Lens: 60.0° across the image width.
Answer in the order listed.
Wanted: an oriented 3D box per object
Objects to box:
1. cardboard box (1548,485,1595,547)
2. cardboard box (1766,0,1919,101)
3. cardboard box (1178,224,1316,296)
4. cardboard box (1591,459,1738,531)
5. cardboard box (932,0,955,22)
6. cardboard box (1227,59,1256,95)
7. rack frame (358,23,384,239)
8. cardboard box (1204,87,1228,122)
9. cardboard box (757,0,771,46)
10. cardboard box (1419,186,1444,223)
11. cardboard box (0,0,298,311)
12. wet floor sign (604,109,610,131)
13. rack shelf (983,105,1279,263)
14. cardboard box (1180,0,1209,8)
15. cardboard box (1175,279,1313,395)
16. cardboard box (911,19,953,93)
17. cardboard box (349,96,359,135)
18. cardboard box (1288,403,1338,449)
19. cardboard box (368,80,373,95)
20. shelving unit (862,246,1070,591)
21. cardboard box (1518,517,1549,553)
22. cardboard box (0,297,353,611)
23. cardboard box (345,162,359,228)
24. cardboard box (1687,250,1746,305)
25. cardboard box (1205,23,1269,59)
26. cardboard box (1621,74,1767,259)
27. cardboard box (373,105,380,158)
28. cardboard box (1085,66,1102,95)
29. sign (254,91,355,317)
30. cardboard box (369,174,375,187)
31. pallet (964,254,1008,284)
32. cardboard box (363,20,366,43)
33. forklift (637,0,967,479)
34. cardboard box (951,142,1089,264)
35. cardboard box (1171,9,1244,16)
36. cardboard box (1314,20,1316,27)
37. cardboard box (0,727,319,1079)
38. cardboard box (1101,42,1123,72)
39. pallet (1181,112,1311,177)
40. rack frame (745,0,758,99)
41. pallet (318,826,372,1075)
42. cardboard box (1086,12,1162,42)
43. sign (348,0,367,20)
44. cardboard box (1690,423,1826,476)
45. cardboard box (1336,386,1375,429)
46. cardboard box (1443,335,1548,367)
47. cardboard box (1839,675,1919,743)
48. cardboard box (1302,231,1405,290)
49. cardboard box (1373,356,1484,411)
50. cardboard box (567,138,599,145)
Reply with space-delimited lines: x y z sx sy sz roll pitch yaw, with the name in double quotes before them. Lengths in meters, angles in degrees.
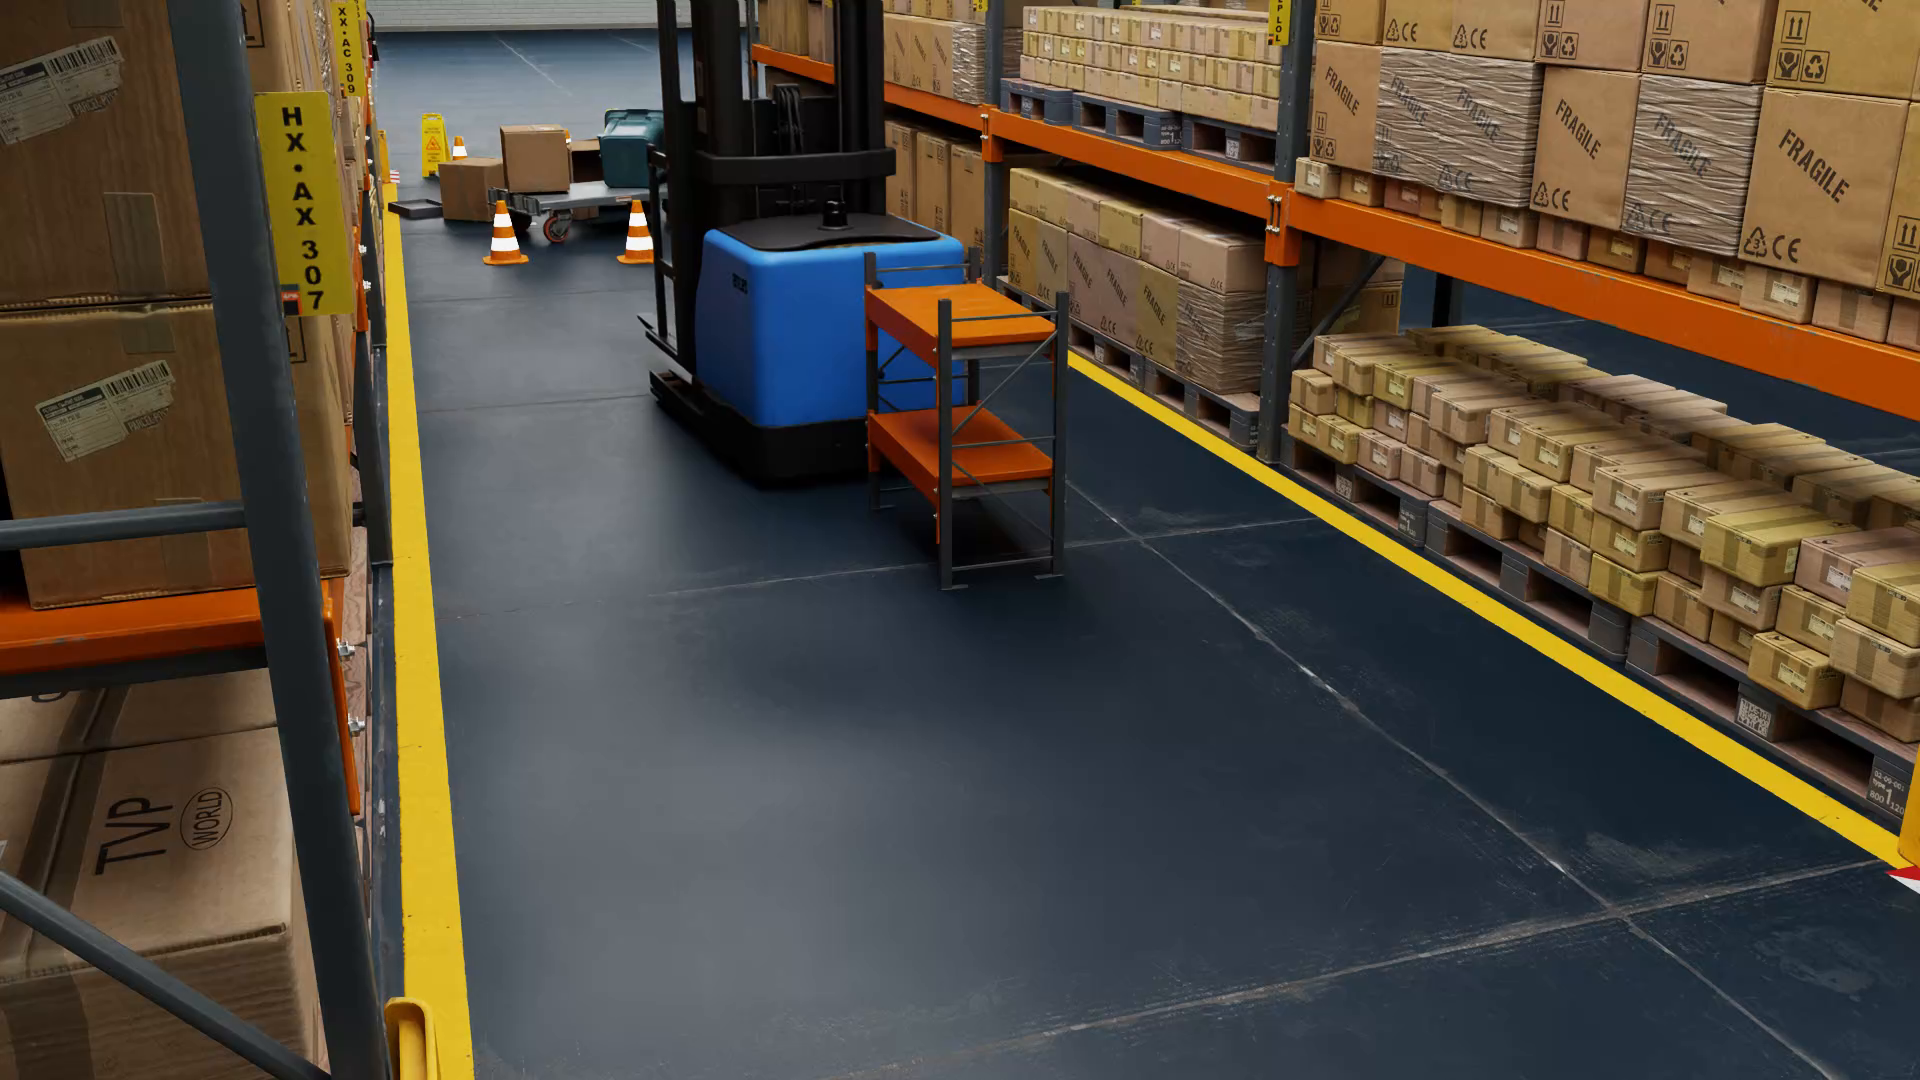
"cardboard box" 2.333 -0.100 5.914 0.380 0.149 0.250 -5 20 -14
"cardboard box" 2.634 -1.490 4.560 0.500 0.500 0.500 -7 21 -19
"cardboard box" 1.442 -1.419 8.398 0.500 0.250 0.500 -7 21 -19
"cardboard box" 2.381 -0.155 5.626 0.380 0.149 0.250 -6 21 -15
"cardboard box" 0.203 -4.106 12.283 0.700 0.500 0.500 -7 21 -18
"cardboard box" 1.519 -2.244 8.036 0.380 0.149 0.250 -6 21 -17
"rack frame" -5.266 -3.842 13.175 1.000 3.000 0.127 -6 21 -17
"cardboard box" 1.444 -2.182 8.305 0.380 0.149 0.250 -6 21 -17
"cardboard box" -1.696 -5.640 17.960 0.875 0.550 0.550 -6 21 -17
"cardboard box" 2.059 -1.346 6.599 0.380 0.149 0.250 -7 21 -20
"cardboard box" -1.375 -0.693 2.781 0.500 0.500 0.500 -7 21 -18
"wet floor sign" -3.745 -4.375 18.142 0.267 0.644 0.232 -10 22 -27
"rack shelf" 1.287 -2.136 9.491 1.077 0.370 4.000 -6 21 -17
"cardboard box" 3.031 -6.186 19.114 0.875 0.500 0.500 -6 21 -17
"cardboard box" 1.444 -1.065 8.521 0.500 0.500 0.500 -7 21 -18
"cardboard box" -0.050 -3.600 12.355 0.500 0.500 0.500 -7 21 -18
"cardboard box" -2.946 -1.940 7.361 0.500 0.250 0.500 -6 21 -17
"cardboard box" 1.725 -0.538 7.573 0.380 0.149 0.250 -7 21 -20
"cardboard box" -5.769 -4.266 15.734 0.380 0.149 0.250 -6 21 -16
"shelving unit" 0.002 -0.527 6.720 0.538 1.125 1.048 -6 21 -17
"cardboard box" 2.327 -0.050 6.214 0.380 0.149 0.250 -6 21 -16
"cardboard box" -1.373 -0.223 2.951 0.500 0.500 0.500 -7 21 -18
"cardboard box" -2.639 -1.373 6.524 0.500 0.250 0.500 -7 21 -18
"cardboard box" 2.509 -0.836 5.177 0.380 0.149 0.250 -7 21 -20
"cardboard box" 1.440 -2.470 8.225 0.380 0.149 0.250 -7 21 -19
"cardboard box" 2.462 -1.181 5.179 0.500 0.500 0.500 -6 21 -17
"cardboard box" -5.536 -3.654 14.988 0.500 0.500 0.500 -5 20 -14
"cardboard box" 0.949 -2.687 9.710 0.380 0.149 0.250 -6 21 -15
"sign" -0.966 -0.493 2.453 0.100 0.325 0.005 -6 21 -17
"cardboard box" -5.099 -2.635 13.081 0.950 0.372 0.625 -6 21 -17
"pallet" 0.482 -2.065 12.354 1.003 0.211 1.213 -6 21 -17
"cardboard box" -5.784 -4.846 15.382 0.500 0.500 0.500 -6 21 -17
"forklift" -1.025 -2.114 8.467 1.130 2.935 3.031 -9 21 -22
"cardboard box" 0.553 -2.460 12.036 1.050 0.750 0.750 -7 21 -18
"cardboard box" 1.494 -3.117 10.028 0.380 0.149 0.250 -6 21 -16
"cardboard box" 1.981 -2.619 8.642 0.380 0.149 0.250 -7 21 -18
"cardboard box" -1.797 0.816 3.376 0.875 0.438 0.875 -7 21 -19
"cardboard box" 1.026 -2.746 9.436 0.380 0.149 0.250 -7 21 -18
"pallet" 1.814 -2.003 8.341 1.003 0.211 1.213 -6 21 -17
"rack frame" -1.856 -5.684 18.304 1.000 3.000 0.127 -6 21 -17
"pallet" -1.820 1.073 3.617 1.003 0.211 1.213 -6 21 -17
"cardboard box" 0.949 -2.970 9.619 0.380 0.149 0.250 -5 20 -15
"sign" -3.483 -3.163 9.573 0.100 0.325 0.005 -6 21 -17
"cardboard box" 2.899 -0.310 6.058 0.380 0.149 0.250 -6 21 -16
"cardboard box" 1.891 -0.607 7.325 0.380 0.149 0.250 -6 21 -17
"cardboard box" 2.393 -0.805 7.435 0.380 0.149 0.250 -6 21 -17
"cardboard box" 2.810 0.448 4.828 0.380 0.149 0.250 -6 21 -16
"cardboard box" 1.934 -1.472 8.546 0.500 0.250 0.500 -7 21 -20
"cardboard box" 1.984 -0.666 7.049 0.380 0.149 0.250 -7 21 -18
"cardboard box" -3.568 -3.656 16.351 0.637 0.503 0.797 12 23 30
